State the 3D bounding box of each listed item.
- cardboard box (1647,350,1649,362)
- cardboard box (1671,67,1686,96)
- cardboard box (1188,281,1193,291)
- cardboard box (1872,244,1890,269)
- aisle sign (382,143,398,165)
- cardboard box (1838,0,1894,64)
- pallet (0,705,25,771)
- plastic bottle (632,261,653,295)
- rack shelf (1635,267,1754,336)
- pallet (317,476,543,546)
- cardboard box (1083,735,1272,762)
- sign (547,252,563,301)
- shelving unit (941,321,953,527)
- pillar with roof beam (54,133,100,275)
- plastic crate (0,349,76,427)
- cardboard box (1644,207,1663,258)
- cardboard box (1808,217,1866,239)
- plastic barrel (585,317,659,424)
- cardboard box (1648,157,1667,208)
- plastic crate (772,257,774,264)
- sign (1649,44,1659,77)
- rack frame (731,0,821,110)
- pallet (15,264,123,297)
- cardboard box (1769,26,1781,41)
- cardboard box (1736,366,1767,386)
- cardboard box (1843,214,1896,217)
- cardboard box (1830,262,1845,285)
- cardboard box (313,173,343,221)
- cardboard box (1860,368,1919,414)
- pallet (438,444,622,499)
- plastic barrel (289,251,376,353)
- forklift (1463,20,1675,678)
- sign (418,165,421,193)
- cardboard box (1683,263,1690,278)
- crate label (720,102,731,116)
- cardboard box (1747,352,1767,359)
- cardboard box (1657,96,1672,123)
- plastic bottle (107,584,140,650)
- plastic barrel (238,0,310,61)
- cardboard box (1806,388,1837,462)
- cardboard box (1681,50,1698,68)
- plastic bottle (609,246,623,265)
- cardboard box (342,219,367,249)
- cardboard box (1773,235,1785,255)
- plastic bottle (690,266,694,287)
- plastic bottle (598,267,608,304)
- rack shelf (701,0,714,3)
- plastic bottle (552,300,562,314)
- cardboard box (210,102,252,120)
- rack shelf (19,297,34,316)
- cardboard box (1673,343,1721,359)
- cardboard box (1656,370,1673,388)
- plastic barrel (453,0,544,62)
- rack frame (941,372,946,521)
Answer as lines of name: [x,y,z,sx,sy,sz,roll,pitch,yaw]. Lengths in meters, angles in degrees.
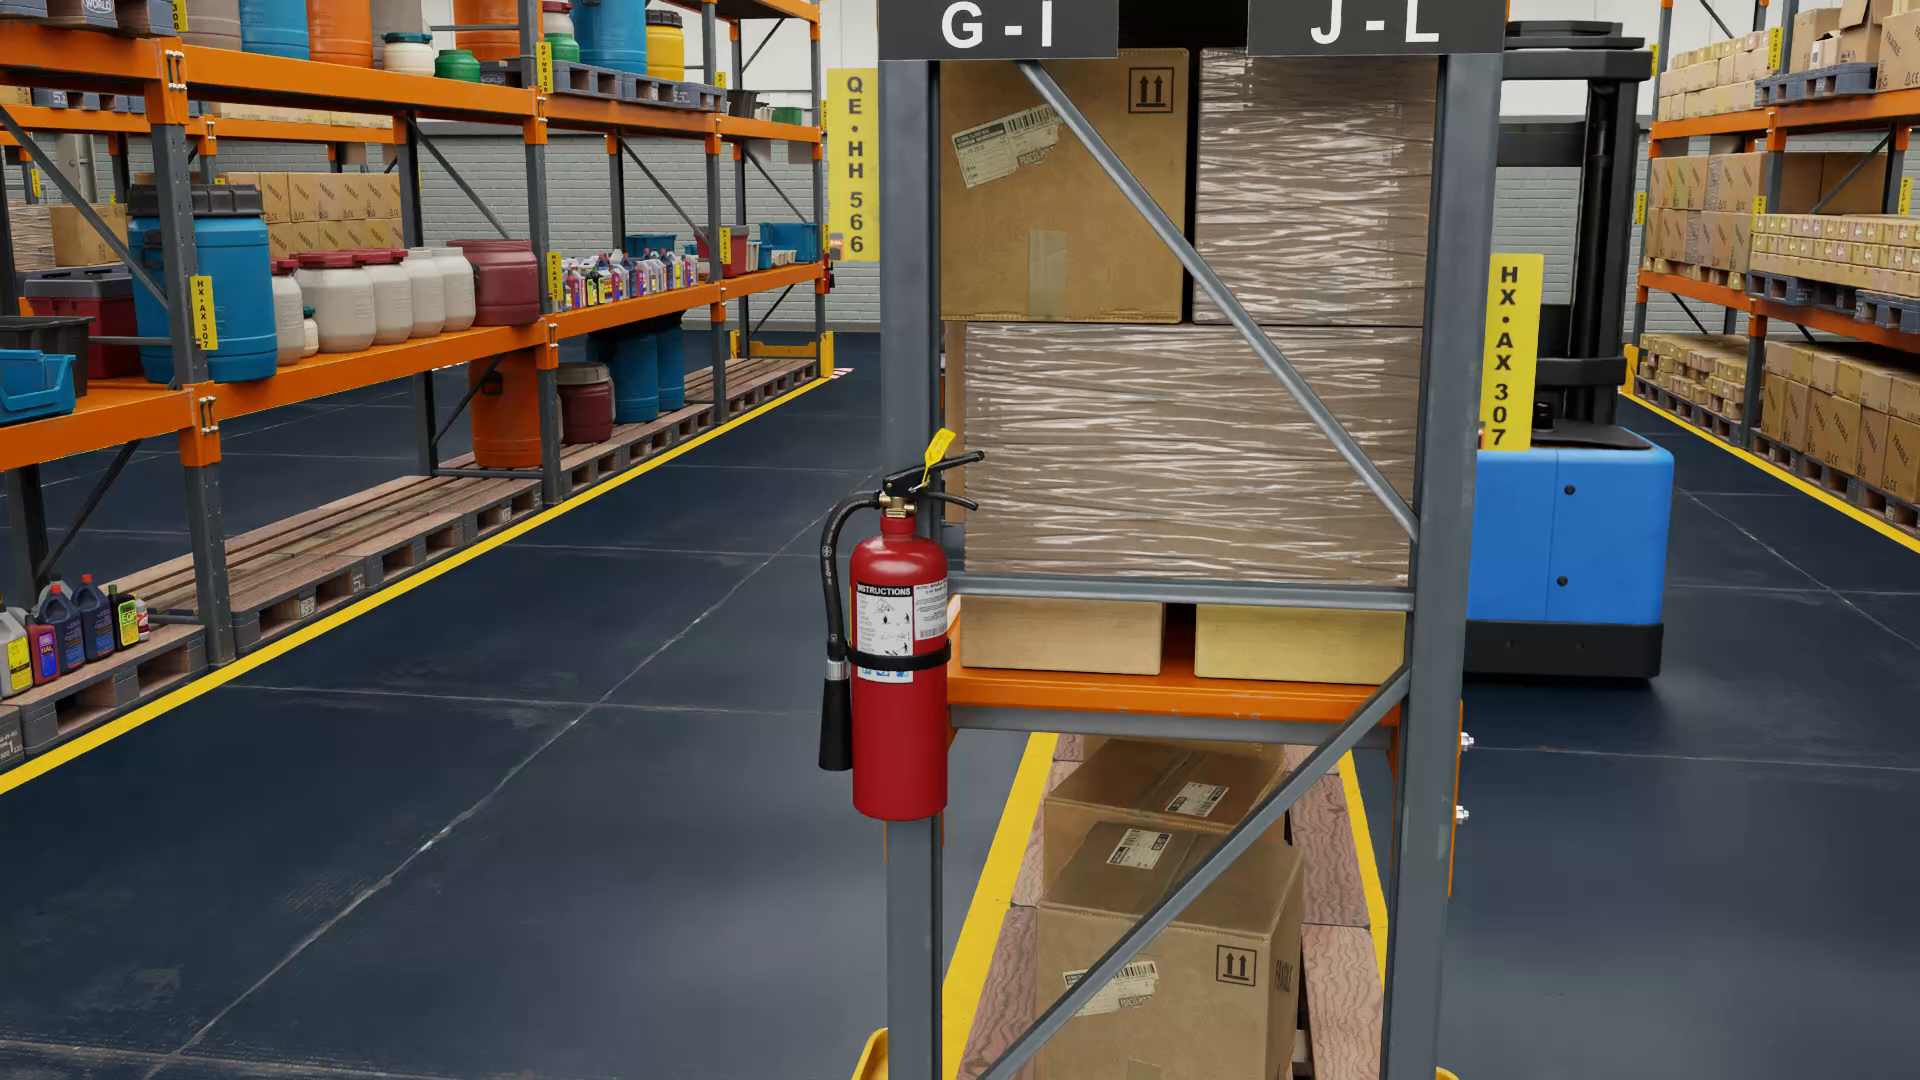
cardboard box: [7.378,-1.909,17.294,0.380,0.149,0.250,2,12,11]
cardboard box: [7.309,-4.498,16.295,0.500,0.250,0.500,2,12,8]
cardboard box: [0.556,-0.422,4.388,0.875,0.500,0.500,2,12,9]
cardboard box: [6.185,-1.843,10.819,0.380,0.149,0.250,2,12,10]
aisle sign: [-6.648,-4.831,19.619,0.394,0.787,0.004,2,12,9]
cardboard box: [6.730,-3.625,11.830,0.797,0.503,0.637,2,12,8]
pallet: [-4.242,0.860,6.003,1.003,0.211,1.213,2,12,9]
plastic bottle: [-2.613,-2.152,13.651,0.152,0.276,0.135,2,12,9]
rack shelf: [7.405,-2.284,15.681,1.077,0.370,4.000,2,12,9]
pallet: [-3.455,-0.206,10.949,1.003,0.211,1.213,2,12,9]
cardboard box: [0.652,0.728,4.930,0.500,0.500,0.500,3,13,14]
sign: [-2.753,-1.793,11.305,0.100,0.325,0.005,2,12,9]
shelving unit: [0.025,-1.061,10.432,0.431,2.100,0.503,2,12,9]
pillar with roof beam: [-8.042,-7.099,22.073,9.100,9.000,0.400,2,12,9]
plastic crate: [-3.814,-0.585,6.440,0.499,0.251,0.616,2,12,9]
cardboard box: [7.371,-3.162,17.103,0.500,0.500,0.500,2,12,11]
cardboard box: [6.384,-2.257,12.033,0.380,0.149,0.250,2,12,11]
plastic barrel: [-2.892,-1.481,14.231,0.600,0.901,0.708,2,12,9]
cardboard box: [7.381,-3.651,16.996,0.500,0.500,0.500,2,12,8]
plastic crate: [-2.118,-2.939,17.492,0.298,0.136,0.250,2,12,9]
sign: [7.176,-4.964,17.210,0.100,0.325,0.005,2,12,9]
rack frame: [-2.067,-6.327,18.493,1.000,3.000,0.127,2,12,9]
pallet: [-7.897,-2.202,14.045,1.003,0.211,1.213,2,12,9]
cardboard box: [6.875,-4.126,13.622,0.380,0.149,0.250,1,12,6]
cardboard box: [6.895,-1.405,14.250,0.380,0.149,0.250,2,12,10]
cardboard box: [7.229,-2.503,13.176,0.380,0.149,0.250,2,12,11]
cardboard box: [6.306,-1.854,11.576,0.380,0.149,0.250,2,12,10]
cardboard box: [-6.989,-3.672,17.801,0.500,0.500,0.500,2,12,10]
cardboard box: [6.395,-0.993,11.139,0.500,0.250,0.500,2,12,9]
pallet: [-3.217,-0.532,12.459,1.003,0.211,1.213,2,12,9]
plastic barrel: [-3.436,-1.308,9.119,0.433,0.535,0.433,0,12,0]
forklift: [2.762,-1.081,8.552,1.130,2.935,3.031,1,12,7]
sign: [-6.415,-4.254,19.615,0.100,0.325,0.005,2,12,9]
cardboard box: [7.210,-2.600,16.033,0.380,0.149,0.250,2,12,8]
crate label: [-2.321,-3.992,15.402,0.293,0.136,0.466,2,12,9]
cardboard box: [7.544,-1.662,15.442,0.380,0.149,0.250,1,12,6]
cardboard box: [7.391,-4.360,16.842,0.500,0.250,0.500,2,12,11]
plastic bottle: [-3.661,0.327,7.260,0.061,0.283,0.133,3,12,11]
plastic barrel: [-3.848,-2.993,8.953,0.600,0.901,0.708,2,12,9]
cardboard box: [6.575,-0.838,12.199,0.500,0.500,0.500,2,12,10]
cardboard box: [7.229,-4.668,16.134,0.380,0.149,0.250,2,12,9]
plastic bottle: [-3.063,-2.467,14.936,0.144,0.351,0.185,2,12,9]
cardboard box: [-6.919,-3.291,18.407,0.500,0.500,0.500,2,12,9]
cardboard box: [6.505,-2.273,12.813,0.380,0.149,0.250,2,12,10]
plastic bottle: [-2.414,-2.347,14.737,0.097,0.201,0.097,0,12,0]
plastic bottle: [-2.739,-1.941,12.687,0.097,0.271,0.097,0,12,0]
rack shelf: [-2.990,-4.531,12.815,1.077,0.370,4.000,2,12,9]
plastic bottle: [-2.911,-1.748,11.780,0.152,0.276,0.135,2,12,9]
cardboard box: [-7.257,-4.209,16.142,0.500,0.250,0.500,2,12,9]
rack shelf: [-7.884,-1.955,14.154,1.077,0.370,4.000,2,12,9]
cardboard box: [7.199,-1.836,16.249,0.380,0.149,0.250,2,12,11]
cardboard box: [7.177,-1.607,16.599,0.380,0.149,0.250,2,12,9]
plastic barrel: [-3.207,-3.729,11.540,0.600,0.830,0.708,2,12,9]
rack frame: [-0.012,-1.010,10.196,0.400,2.100,0.015,2,12,9]
